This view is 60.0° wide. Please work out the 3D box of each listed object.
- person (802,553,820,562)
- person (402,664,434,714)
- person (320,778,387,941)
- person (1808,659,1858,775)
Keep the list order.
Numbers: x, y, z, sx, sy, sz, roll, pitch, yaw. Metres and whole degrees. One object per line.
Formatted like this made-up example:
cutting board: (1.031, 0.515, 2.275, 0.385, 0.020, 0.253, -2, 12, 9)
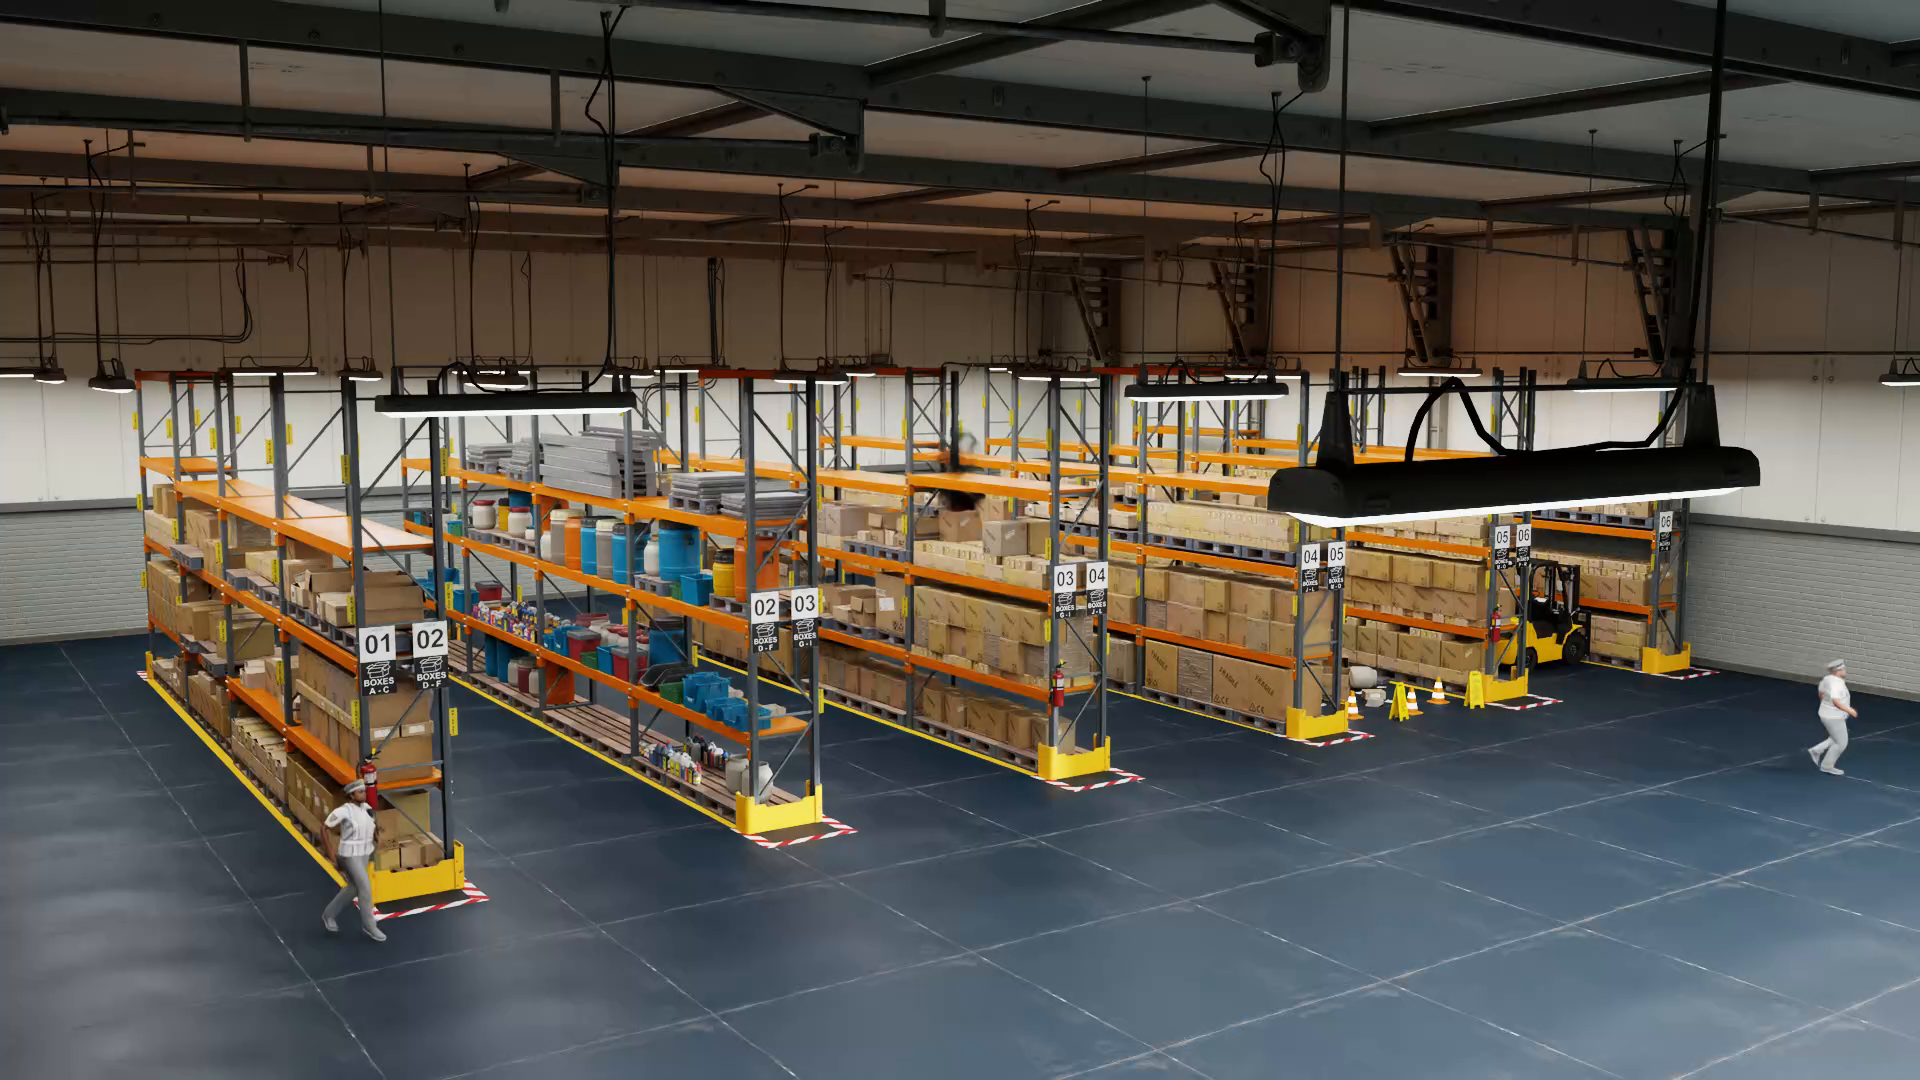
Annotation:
person: (-3.681, 0.818, 41.393, 0.837, 1.740, 0.665, -6, 9, -45)
person: (-8.824, 2.407, 27.379, 0.593, 1.655, 0.624, -6, 9, -43)
person: (-6.551, 3.448, 18.120, 0.865, 1.691, 0.596, 2, 7, 19)
person: (13.145, 2.650, 24.988, 0.572, 1.750, 0.669, 2, 7, 14)
